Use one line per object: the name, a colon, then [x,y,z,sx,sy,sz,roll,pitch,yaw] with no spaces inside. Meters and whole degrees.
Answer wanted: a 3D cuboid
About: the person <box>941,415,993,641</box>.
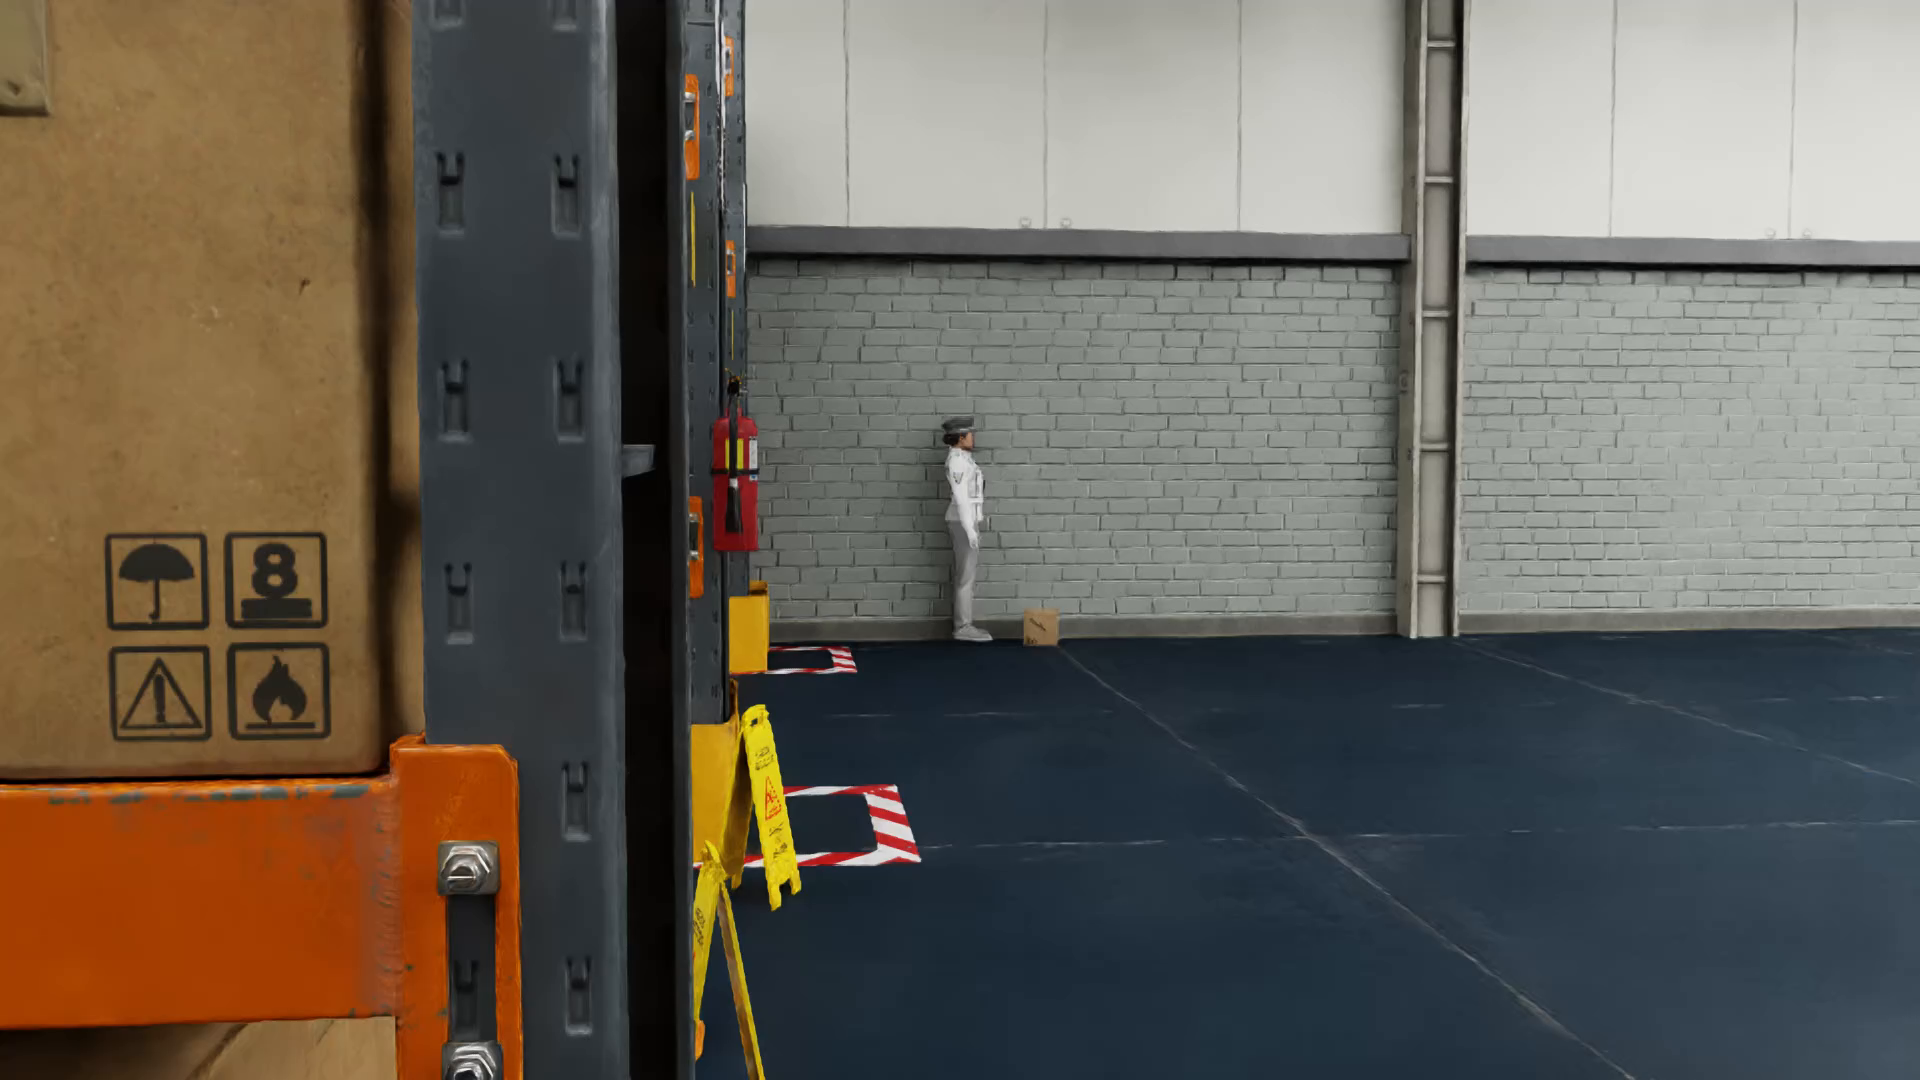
person: [0.052,-0.094,12.519,0.385,1.685,0.491,0,3,0]
